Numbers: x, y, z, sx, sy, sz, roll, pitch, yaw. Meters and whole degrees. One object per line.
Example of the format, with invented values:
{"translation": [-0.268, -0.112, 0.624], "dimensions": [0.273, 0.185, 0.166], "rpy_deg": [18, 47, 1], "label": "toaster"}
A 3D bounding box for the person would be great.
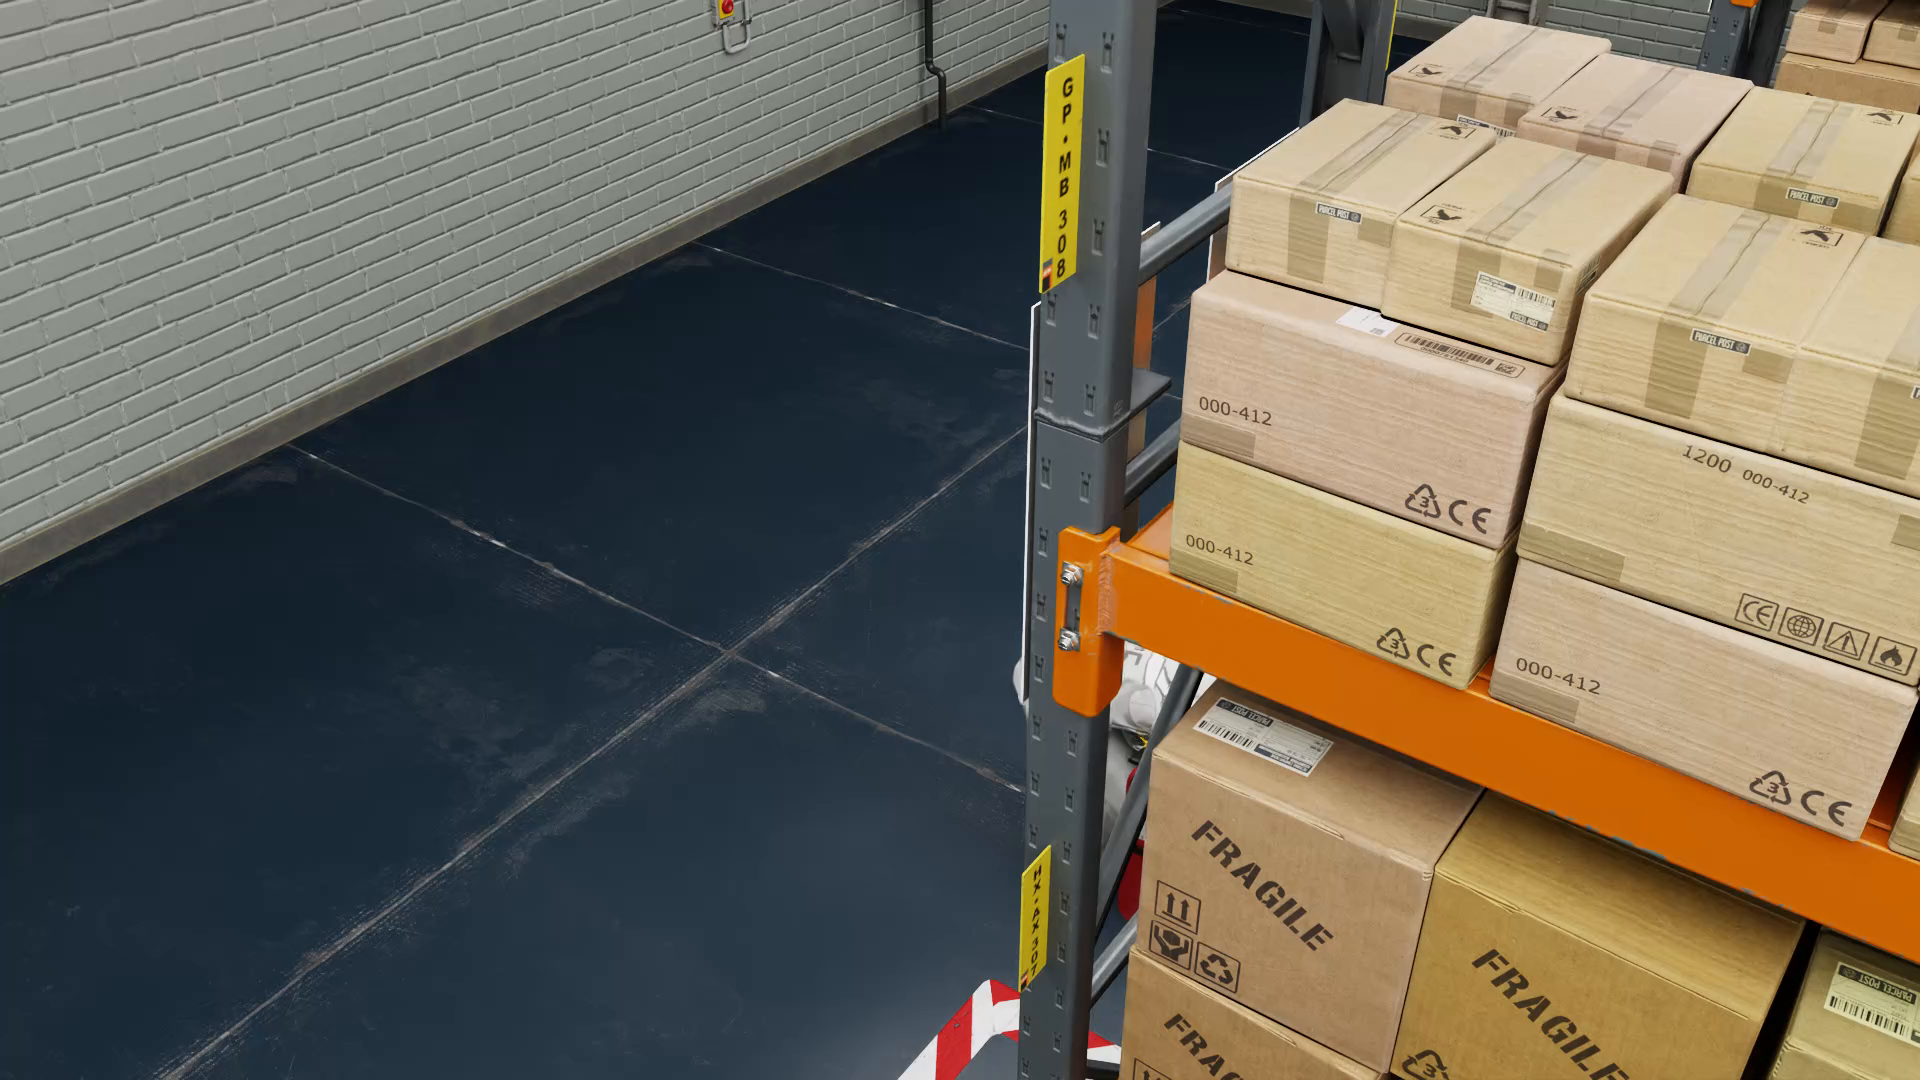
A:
{"translation": [0.681, 0.713, 5.733], "dimensions": [1.027, 1.035, 0.535], "rpy_deg": [20, 39, 26], "label": "person"}
